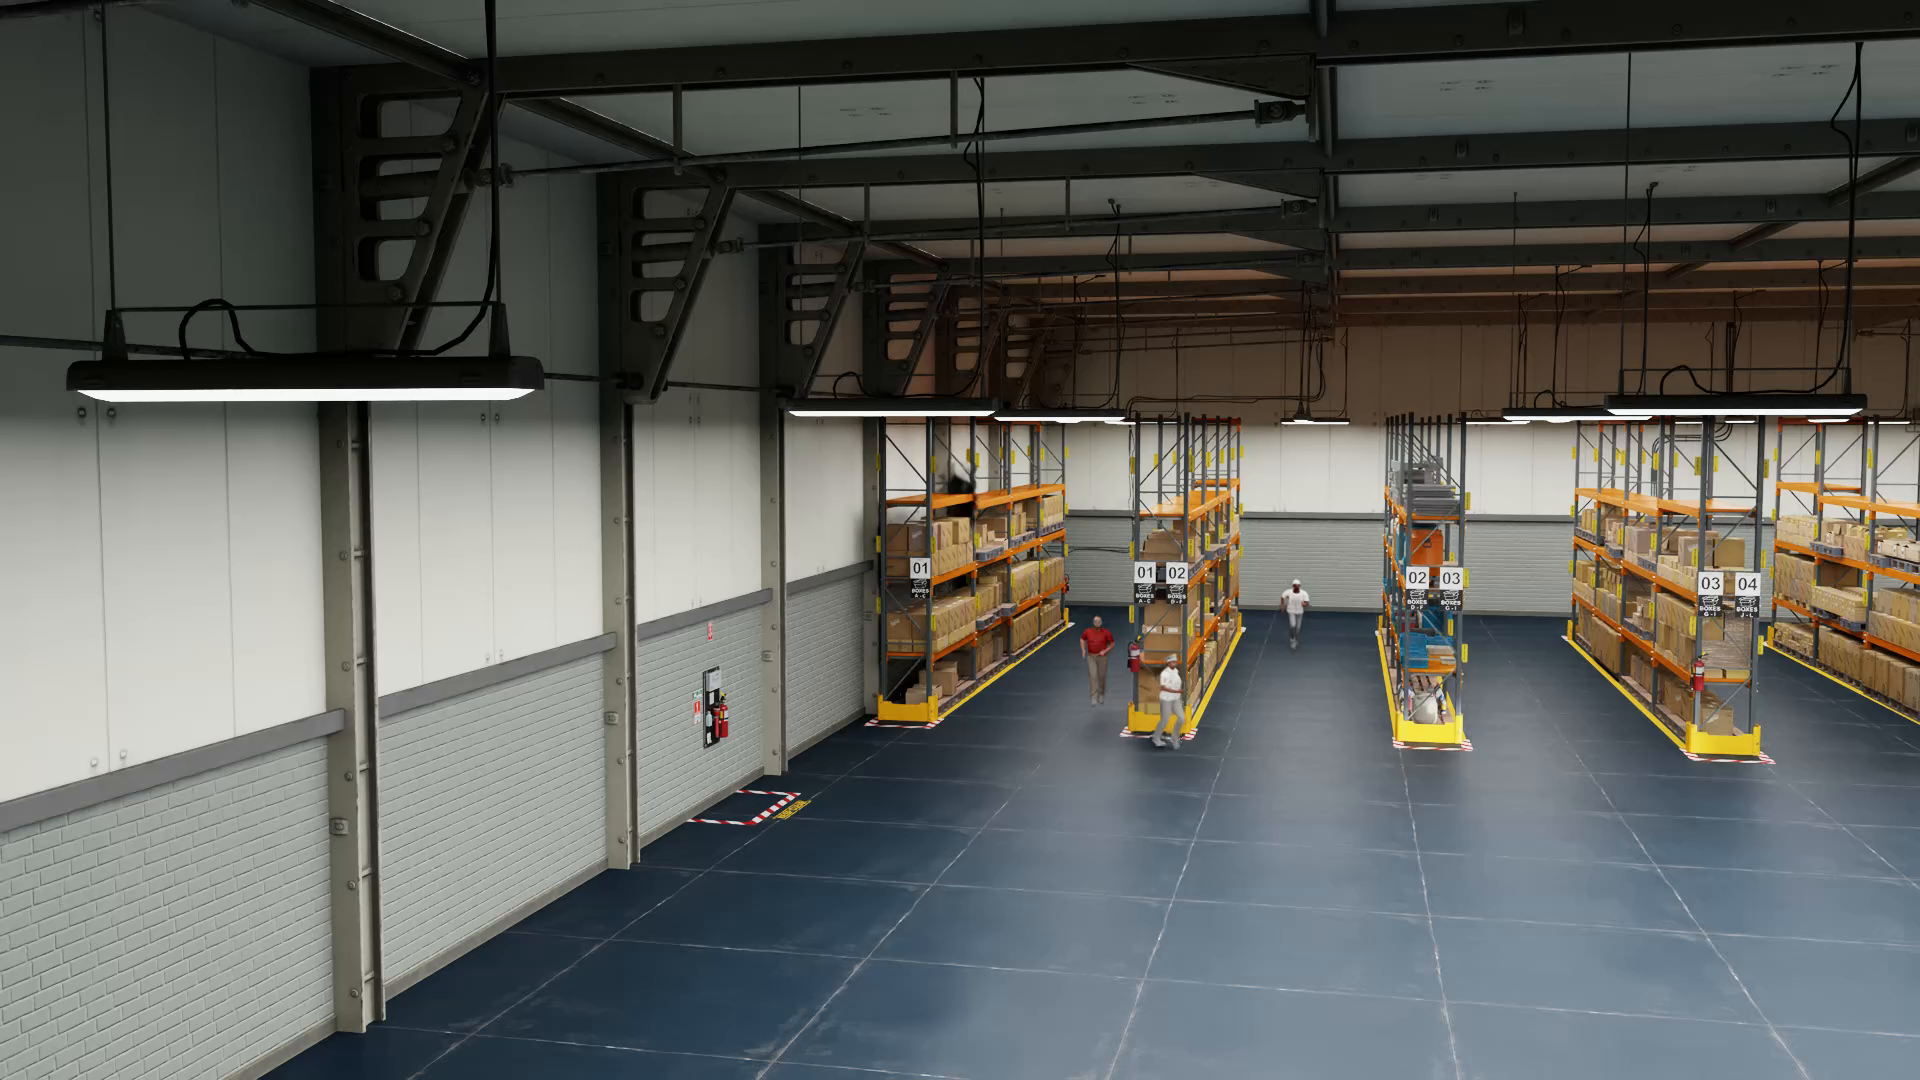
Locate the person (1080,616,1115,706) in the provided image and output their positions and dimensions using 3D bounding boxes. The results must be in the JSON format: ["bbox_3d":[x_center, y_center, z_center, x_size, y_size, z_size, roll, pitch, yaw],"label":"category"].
[{"bbox_3d":[2.693,2.382,32.669,0.684,1.784,0.811,0,4,6],"label":"person"}]

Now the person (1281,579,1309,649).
[{"bbox_3d":[8.719,1.926,43.210,0.672,1.816,0.834,0,4,0],"label":"person"}]

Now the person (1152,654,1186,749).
[{"bbox_3d":[3.778,2.891,29.687,0.593,1.754,0.707,-4,5,-43],"label":"person"}]
